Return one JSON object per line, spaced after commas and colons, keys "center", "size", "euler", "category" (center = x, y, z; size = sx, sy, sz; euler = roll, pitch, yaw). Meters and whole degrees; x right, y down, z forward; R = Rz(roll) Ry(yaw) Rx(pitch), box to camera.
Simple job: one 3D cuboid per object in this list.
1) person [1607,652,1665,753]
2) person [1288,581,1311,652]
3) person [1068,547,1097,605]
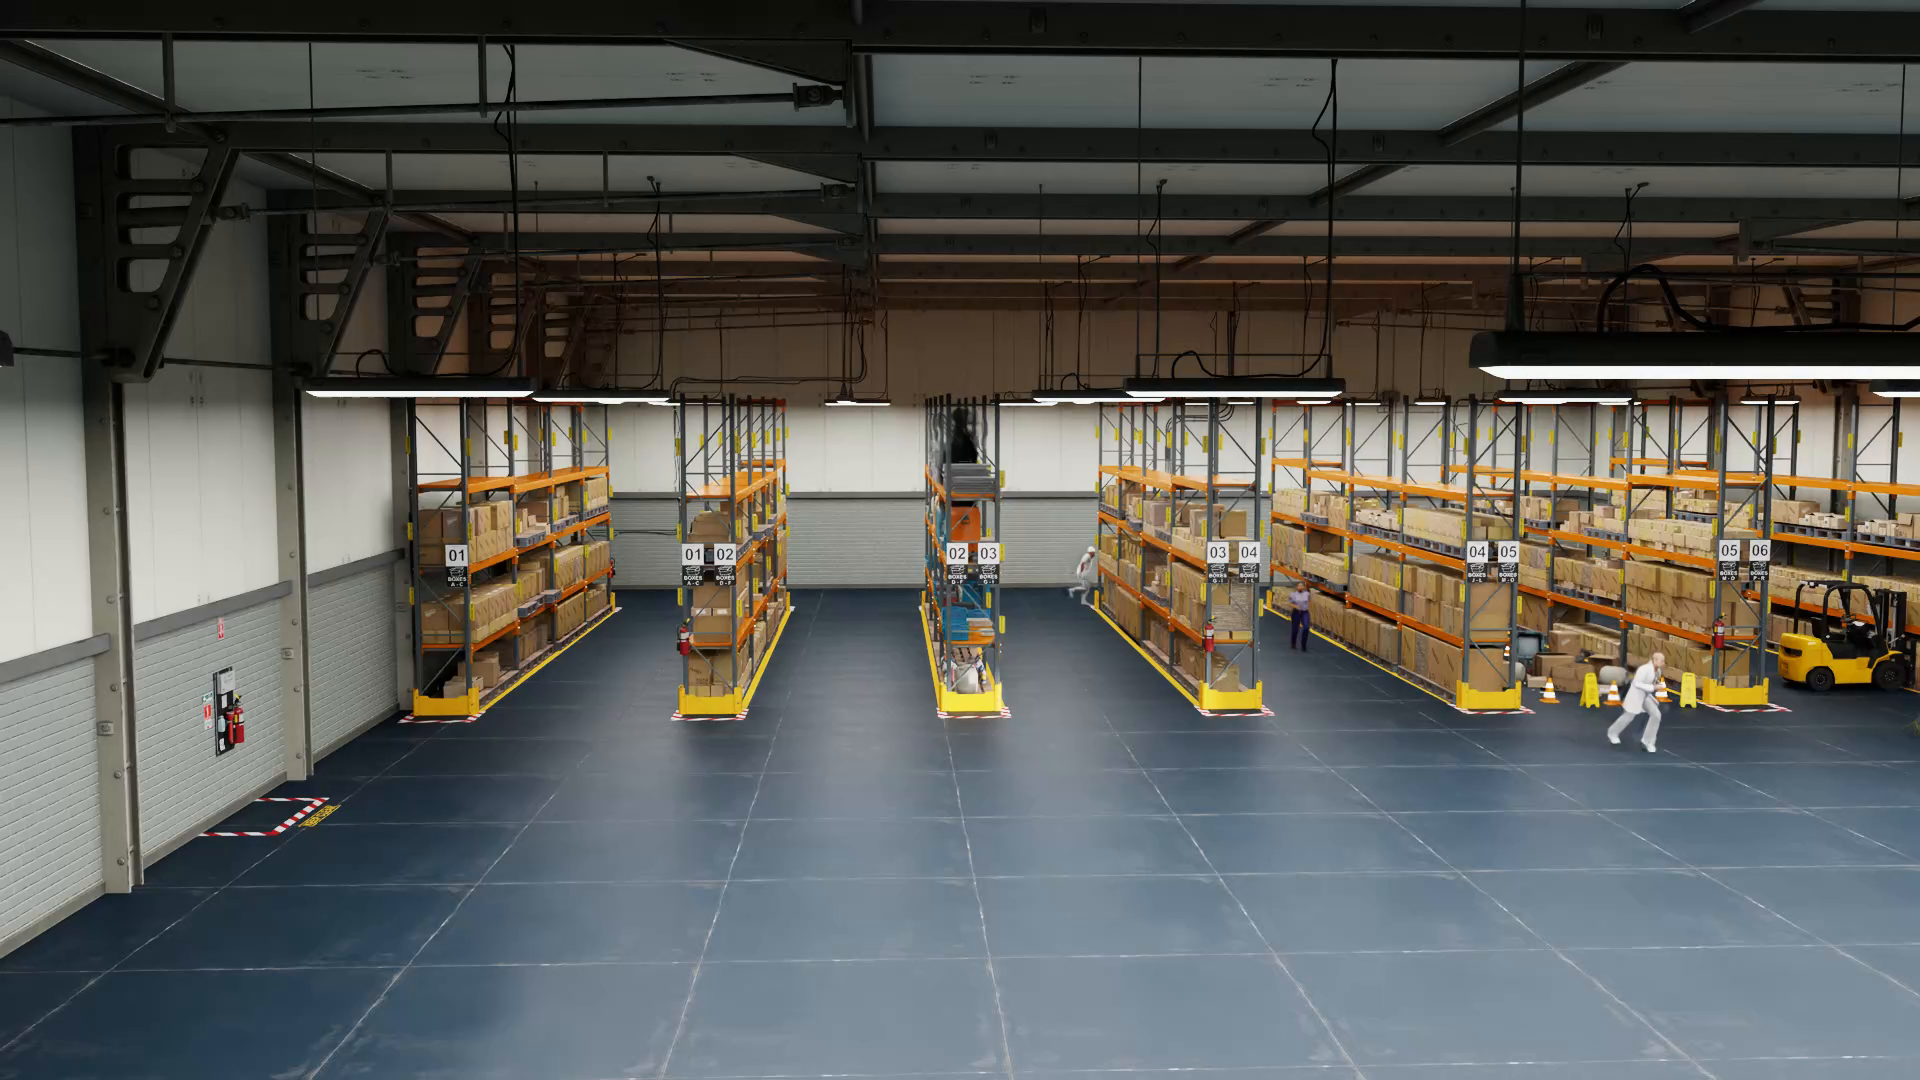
{"center": [11.385, 2.708, 27.944], "size": [0.753, 1.738, 1.072], "euler": [-3, 6, -35], "category": "person"}
{"center": [8.041, 1.815, 39.341], "size": [0.557, 1.697, 0.760], "euler": [0, 5, 4], "category": "person"}
{"center": [3.576, 1.053, 48.598], "size": [0.838, 1.711, 0.680], "euler": [0, 5, -3], "category": "person"}
